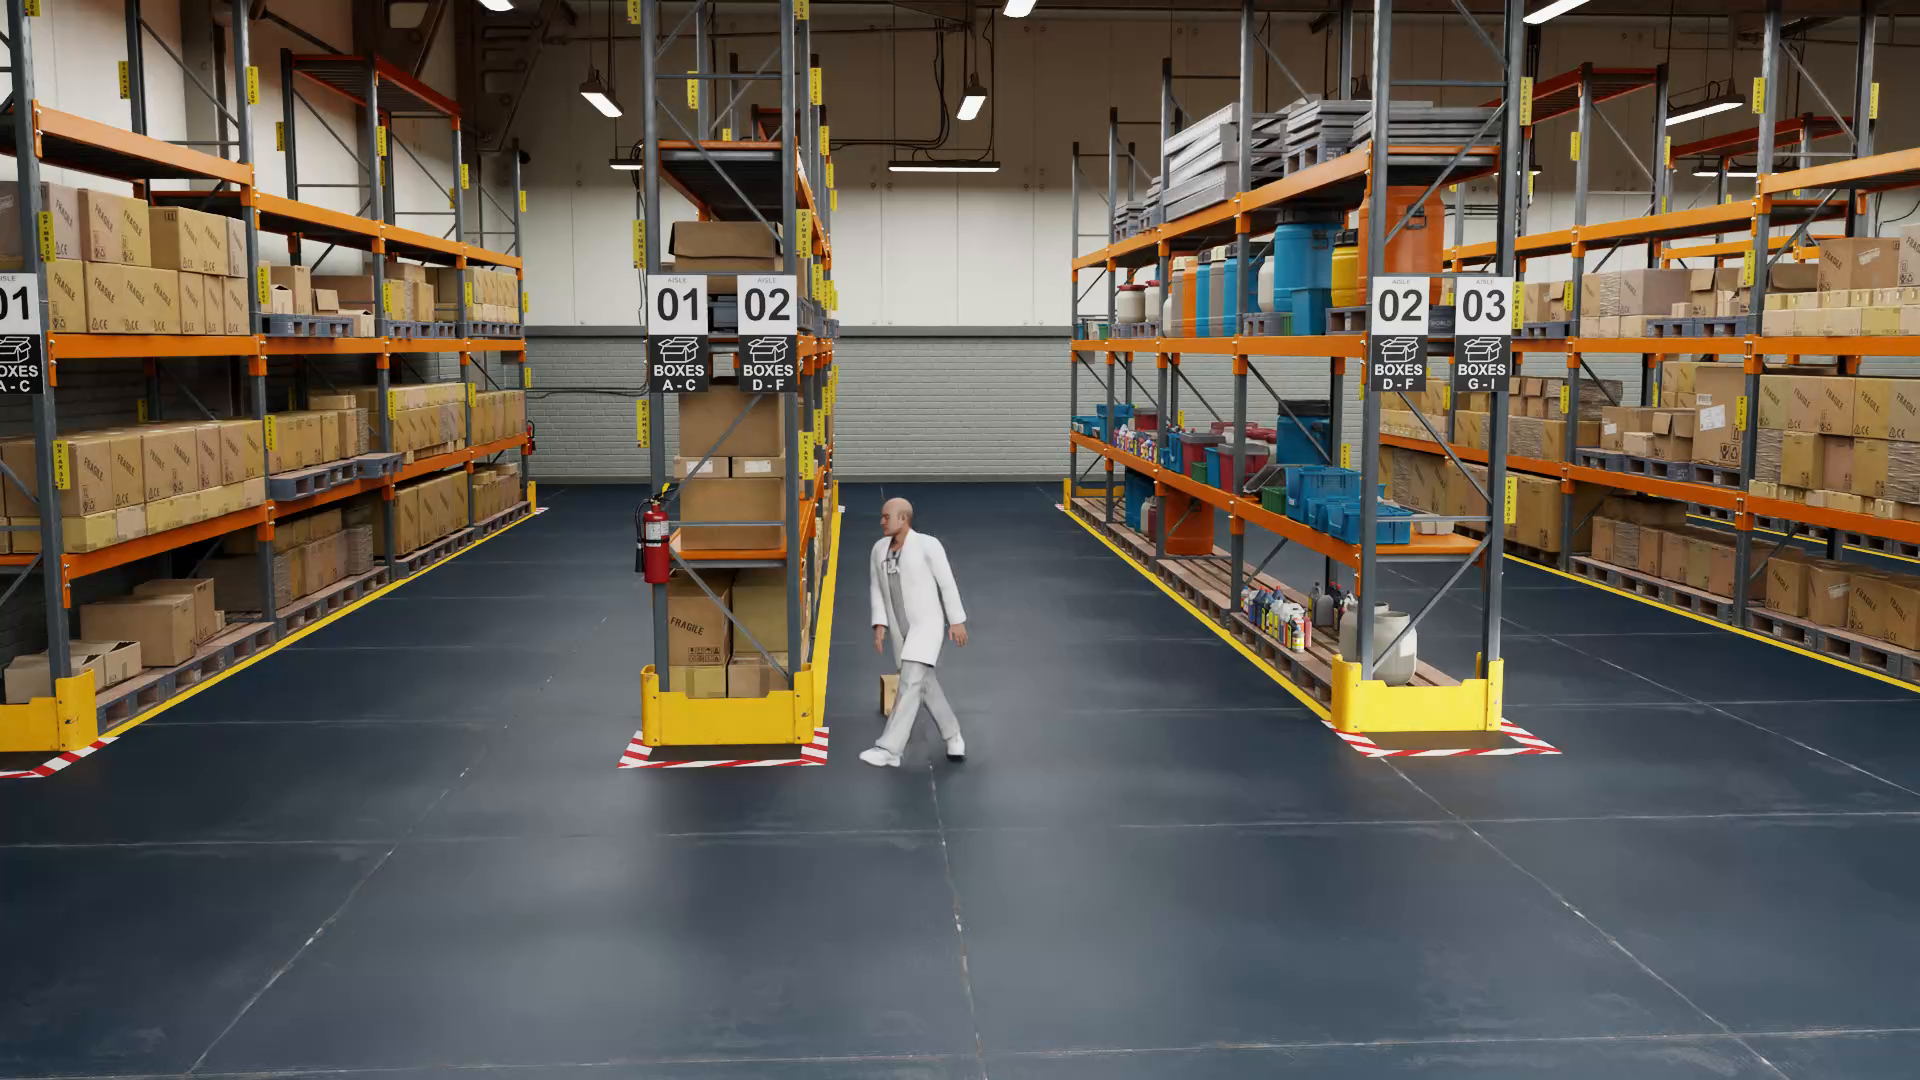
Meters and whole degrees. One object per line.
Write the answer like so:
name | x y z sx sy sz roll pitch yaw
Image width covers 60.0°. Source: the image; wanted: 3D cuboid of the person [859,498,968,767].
person | -0.362 0.586 10.830 0.614 1.725 1.014 5 9 38
